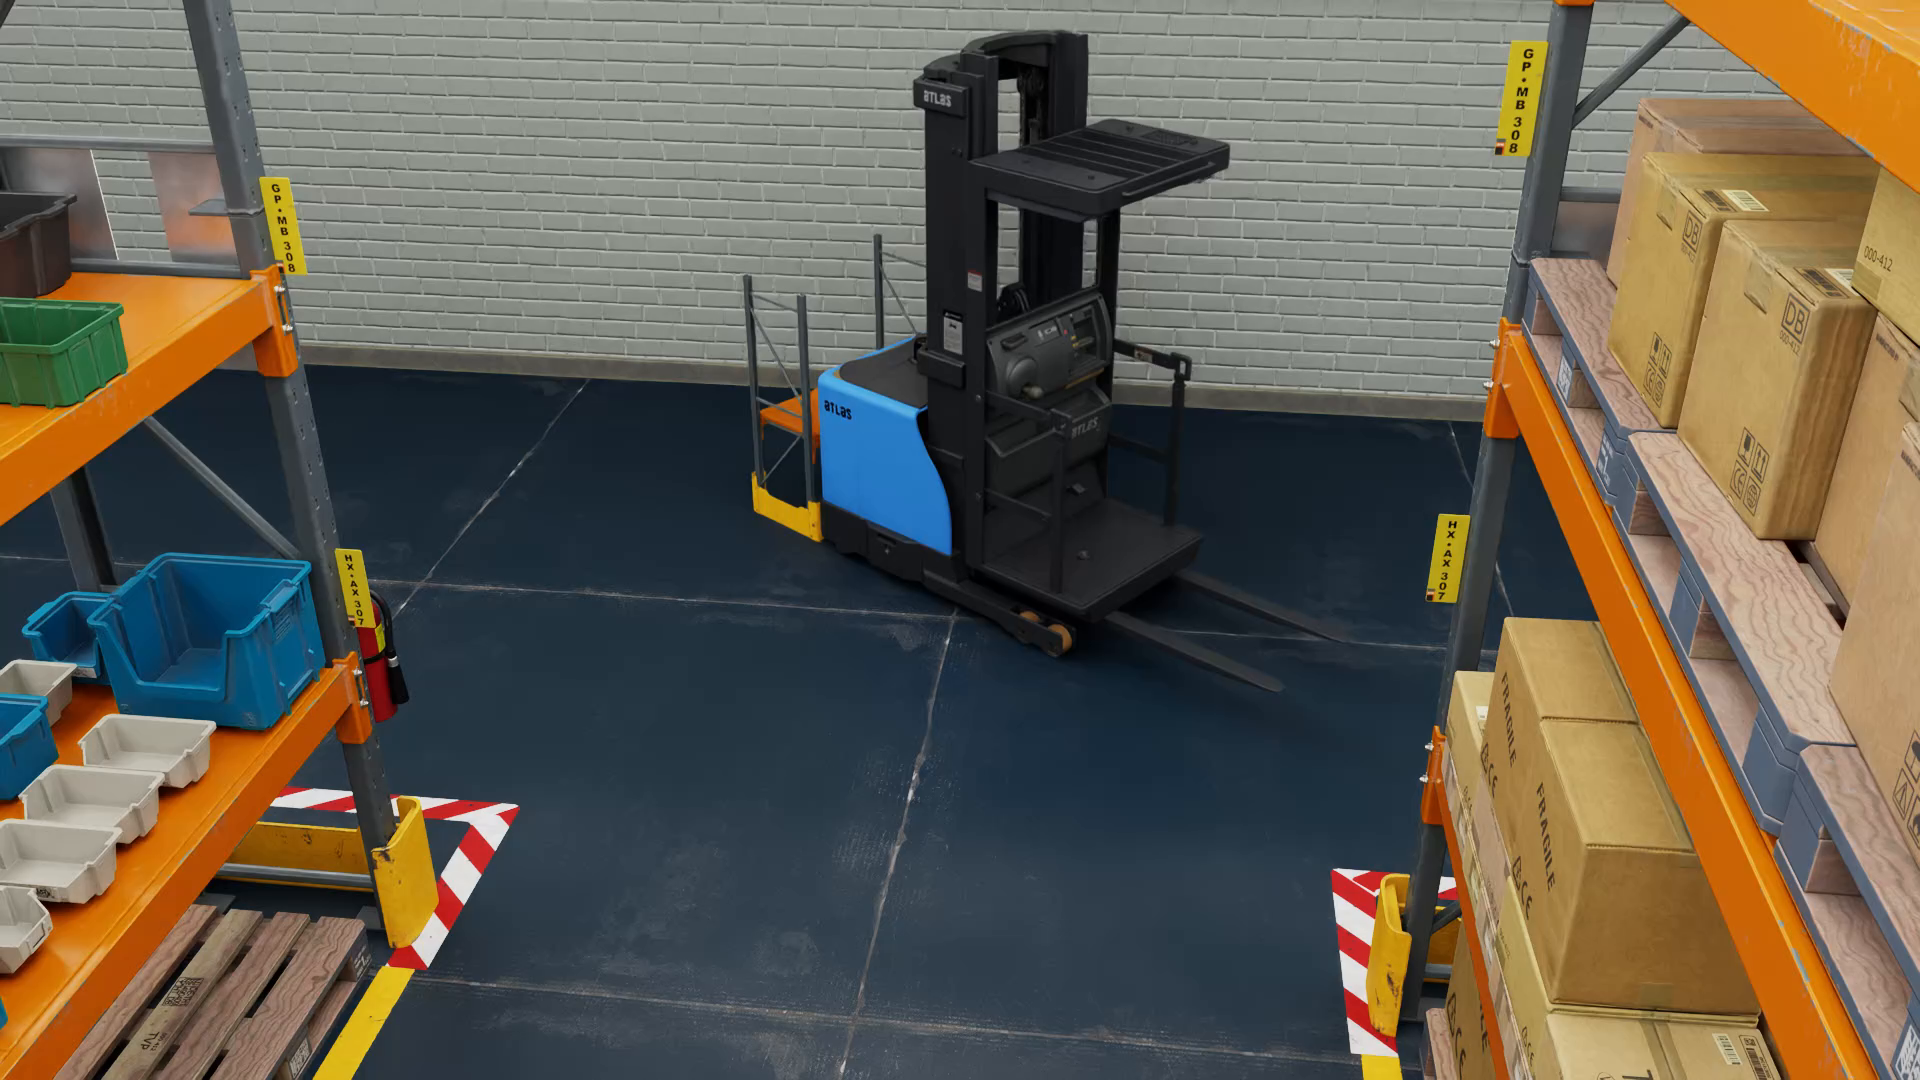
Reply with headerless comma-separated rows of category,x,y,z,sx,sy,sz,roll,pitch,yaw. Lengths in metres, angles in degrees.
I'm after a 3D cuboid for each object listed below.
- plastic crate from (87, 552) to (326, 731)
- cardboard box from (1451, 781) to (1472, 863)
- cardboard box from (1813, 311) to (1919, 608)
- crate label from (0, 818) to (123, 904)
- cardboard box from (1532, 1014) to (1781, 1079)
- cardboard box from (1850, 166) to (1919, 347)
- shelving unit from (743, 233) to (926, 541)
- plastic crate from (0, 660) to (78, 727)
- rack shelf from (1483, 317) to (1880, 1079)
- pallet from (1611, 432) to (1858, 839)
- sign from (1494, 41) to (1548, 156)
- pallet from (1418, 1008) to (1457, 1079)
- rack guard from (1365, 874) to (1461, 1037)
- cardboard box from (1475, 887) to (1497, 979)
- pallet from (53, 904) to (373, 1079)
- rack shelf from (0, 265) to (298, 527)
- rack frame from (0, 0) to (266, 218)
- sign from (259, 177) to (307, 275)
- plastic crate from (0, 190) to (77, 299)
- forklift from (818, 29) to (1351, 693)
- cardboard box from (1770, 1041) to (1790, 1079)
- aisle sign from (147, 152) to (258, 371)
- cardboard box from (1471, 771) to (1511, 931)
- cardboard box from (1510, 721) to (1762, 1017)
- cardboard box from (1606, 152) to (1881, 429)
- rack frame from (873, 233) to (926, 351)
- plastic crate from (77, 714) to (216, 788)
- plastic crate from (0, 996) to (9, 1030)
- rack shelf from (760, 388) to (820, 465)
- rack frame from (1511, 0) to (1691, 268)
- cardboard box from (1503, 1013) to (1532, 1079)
plastic crate,-2.615,0.352,5.833,0.616,0.435,0.499,3,28,6
cardboard box,1.755,0.893,5.195,0.380,0.149,0.250,3,28,5
cardboard box,1.977,-0.060,2.882,0.700,0.500,0.500,5,29,8
crate label,-2.740,0.978,4.987,0.396,0.136,0.243,3,28,6
cardboard box,1.648,1.386,3.859,0.500,0.250,0.500,3,28,5
cardboard box,1.898,-0.460,2.834,0.500,0.250,0.500,2,28,5
shelving unit,-0.674,-0.930,9.894,0.587,1.500,1.083,24,37,37
plastic crate,-3.238,0.559,5.765,0.250,0.136,0.298,3,28,6
rack shelf,1.911,0.451,3.346,1.077,0.370,4.000,3,28,6
pallet,1.928,0.158,3.225,1.003,0.211,1.213,3,28,6
sign,1.606,-1.262,4.762,0.100,0.325,0.005,3,28,6
pallet,2.136,2.122,5.588,1.003,0.211,1.213,3,28,6
rack guard,2.159,1.603,6.248,1.175,0.500,0.348,3,28,6
cardboard box,1.693,1.136,4.743,0.380,0.149,0.250,3,28,5
pallet,-2.899,1.839,6.113,1.003,0.211,1.213,3,28,6
rack shelf,-3.005,0.163,3.880,1.077,0.370,4.000,3,28,6
rack frame,-2.760,-2.415,4.745,1.000,3.000,0.127,3,28,6
sign,-2.212,-1.024,5.436,0.100,0.325,0.005,3,28,6
plastic crate,-3.084,-0.872,5.181,0.497,0.269,0.590,3,28,6
forklift,0.625,-0.967,8.454,3.031,2.935,1.130,23,36,36
cardboard box,2.175,1.416,3.804,0.500,0.250,0.500,3,29,6
aisle sign,-2.460,-0.936,5.583,0.394,0.787,0.004,3,28,6
cardboard box,1.772,0.904,4.754,0.500,0.250,0.500,3,28,6
cardboard box,1.710,0.808,4.141,0.500,0.500,0.500,3,28,5
cardboard box,1.957,-0.574,3.837,0.700,0.500,0.500,2,28,4
rack frame,-0.330,-1.101,10.213,0.500,1.500,0.032,24,37,37
plastic crate,-2.680,0.710,5.485,0.396,0.136,0.243,3,28,6
plastic crate,-2.757,1.255,4.372,0.416,0.233,0.300,3,28,6
rack shelf,-0.681,-0.768,9.974,0.538,0.185,1.000,24,37,37
rack frame,2.156,-2.127,4.211,1.000,3.000,0.127,3,28,6
cardboard box,1.630,1.378,4.295,0.380,0.149,0.250,3,28,6
